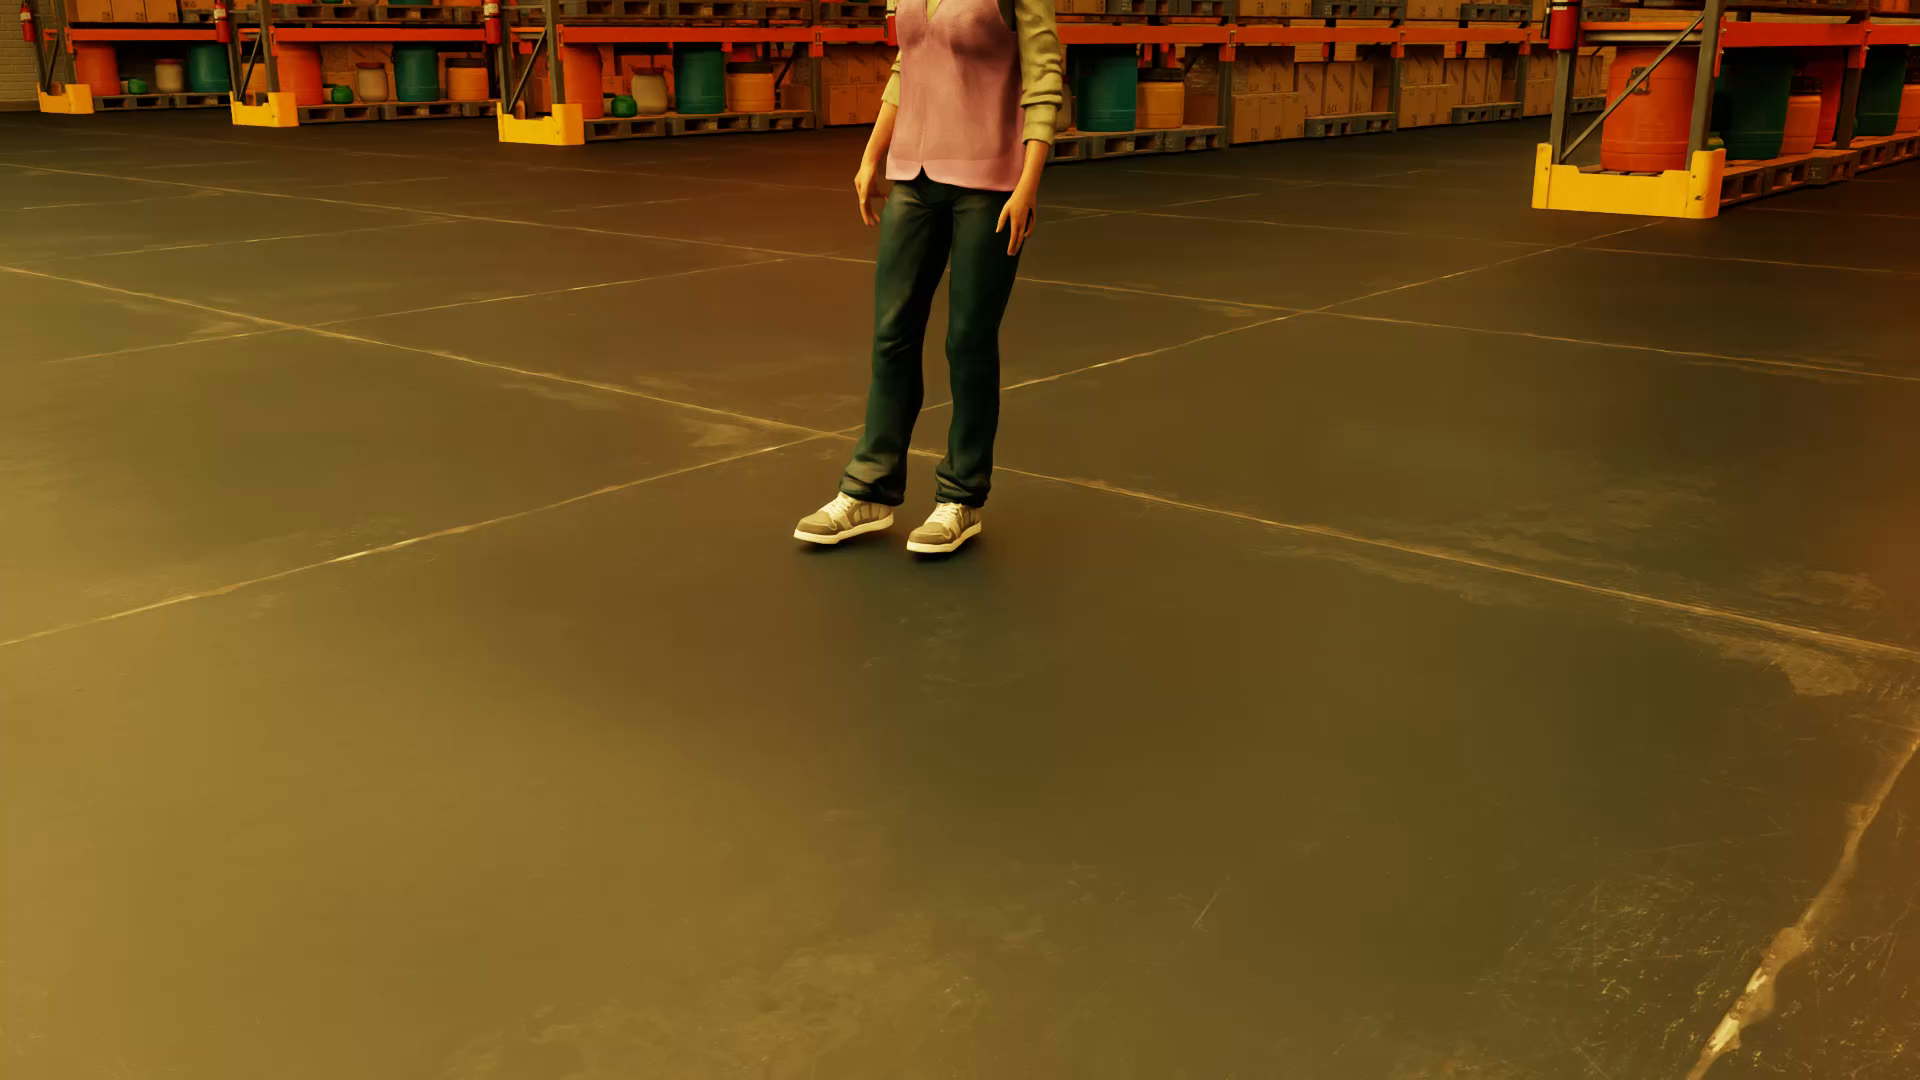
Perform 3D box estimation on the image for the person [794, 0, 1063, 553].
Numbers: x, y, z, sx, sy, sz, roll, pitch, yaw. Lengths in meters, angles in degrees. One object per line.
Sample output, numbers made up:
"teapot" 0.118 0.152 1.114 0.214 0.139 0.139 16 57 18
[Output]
"person" -0.059 -0.757 3.661 0.520 1.599 0.473 13 21 37
